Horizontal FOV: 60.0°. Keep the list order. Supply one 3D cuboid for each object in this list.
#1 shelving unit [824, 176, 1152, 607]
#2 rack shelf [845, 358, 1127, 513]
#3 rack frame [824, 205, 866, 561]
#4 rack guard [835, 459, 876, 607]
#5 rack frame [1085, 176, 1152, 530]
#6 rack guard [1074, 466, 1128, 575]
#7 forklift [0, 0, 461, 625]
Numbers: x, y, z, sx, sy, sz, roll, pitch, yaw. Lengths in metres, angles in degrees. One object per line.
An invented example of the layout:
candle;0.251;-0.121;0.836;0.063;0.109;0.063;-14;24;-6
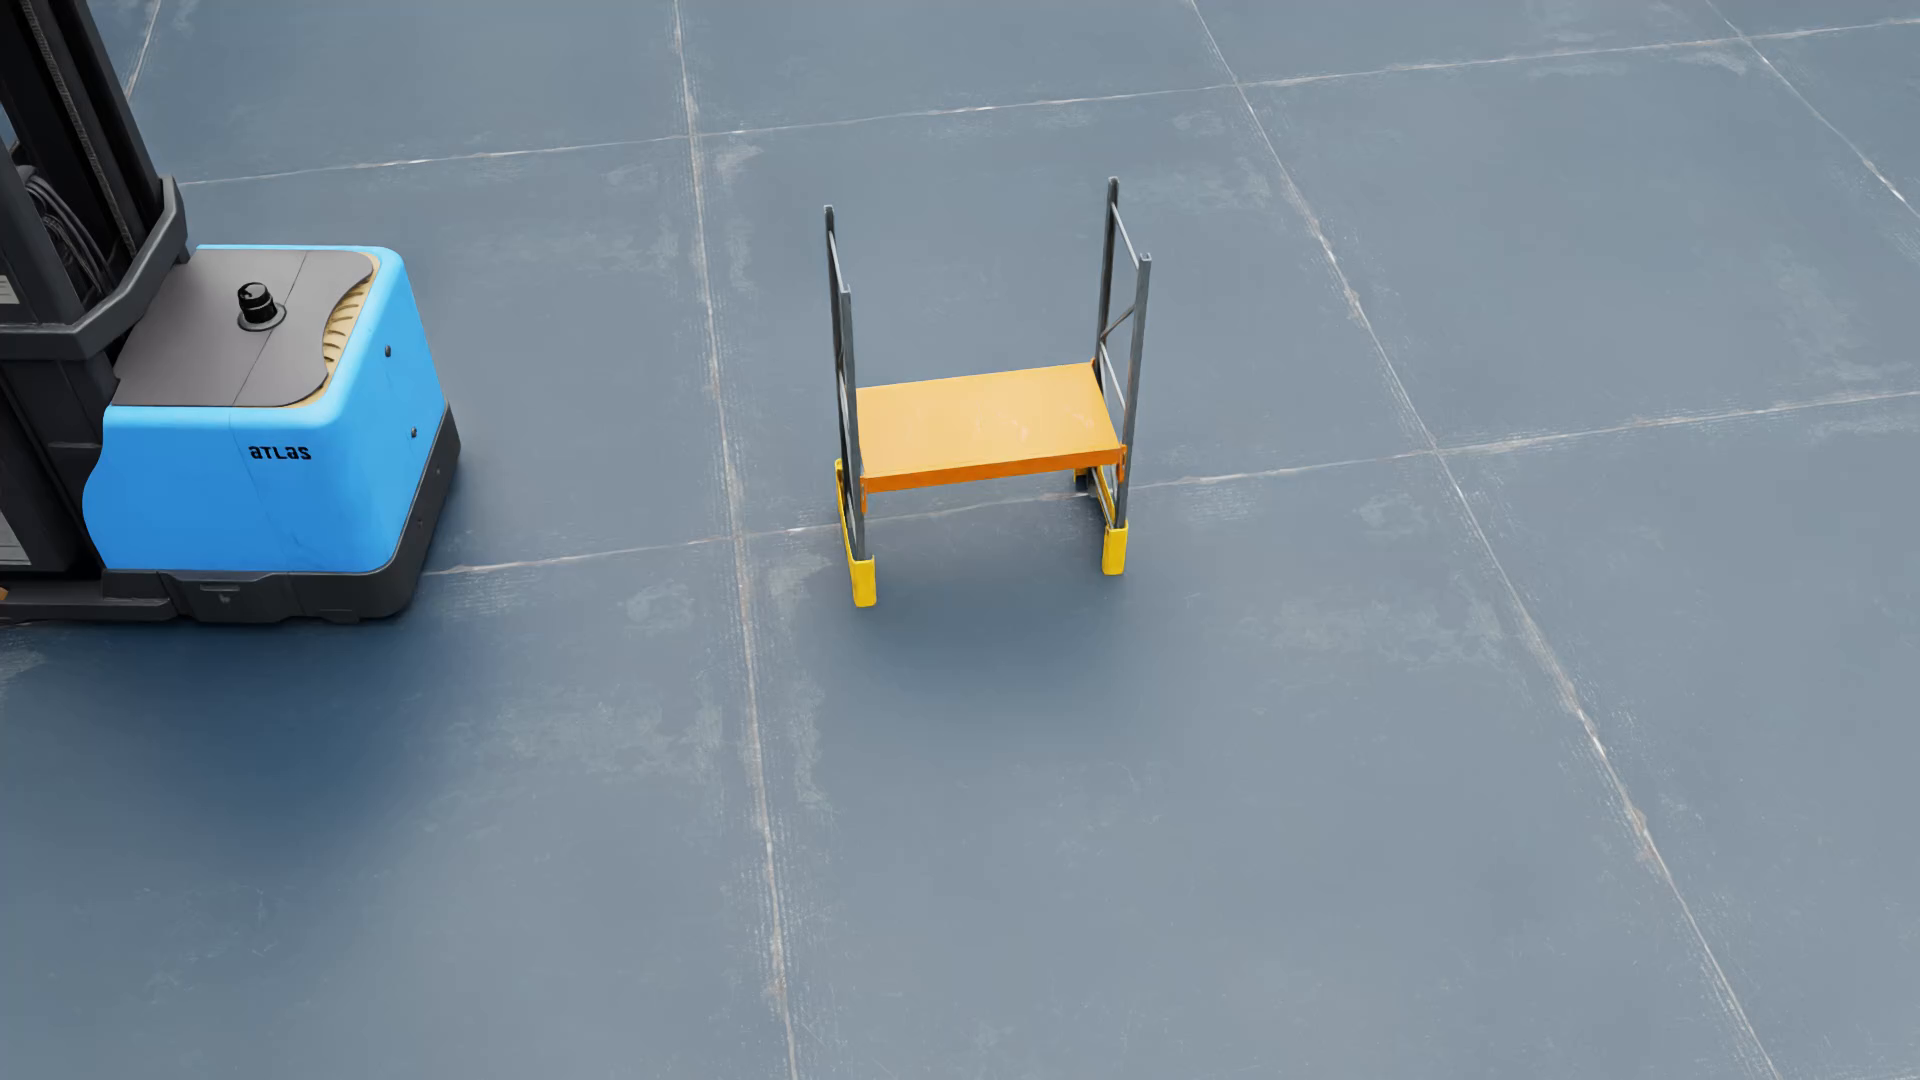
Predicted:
shelving unit;0.075;-0.530;6.219;1.083;1.500;0.587;-7;46;-7
rack shelf;0.084;-0.406;6.350;1.000;0.185;0.538;-7;46;-7
rack frame;-0.417;-0.468;6.160;0.032;1.500;0.500;-7;46;-7
rack guard;-0.416;-0.035;6.610;0.087;0.250;0.587;-7;46;-7
rack frame;0.585;-0.593;6.280;0.032;1.500;0.500;-7;46;-7
rack guard;0.566;-0.157;6.728;0.087;0.250;0.587;-7;46;-7
forklift;-3.630;-1.068;5.744;3.031;2.935;1.130;1;46;1
